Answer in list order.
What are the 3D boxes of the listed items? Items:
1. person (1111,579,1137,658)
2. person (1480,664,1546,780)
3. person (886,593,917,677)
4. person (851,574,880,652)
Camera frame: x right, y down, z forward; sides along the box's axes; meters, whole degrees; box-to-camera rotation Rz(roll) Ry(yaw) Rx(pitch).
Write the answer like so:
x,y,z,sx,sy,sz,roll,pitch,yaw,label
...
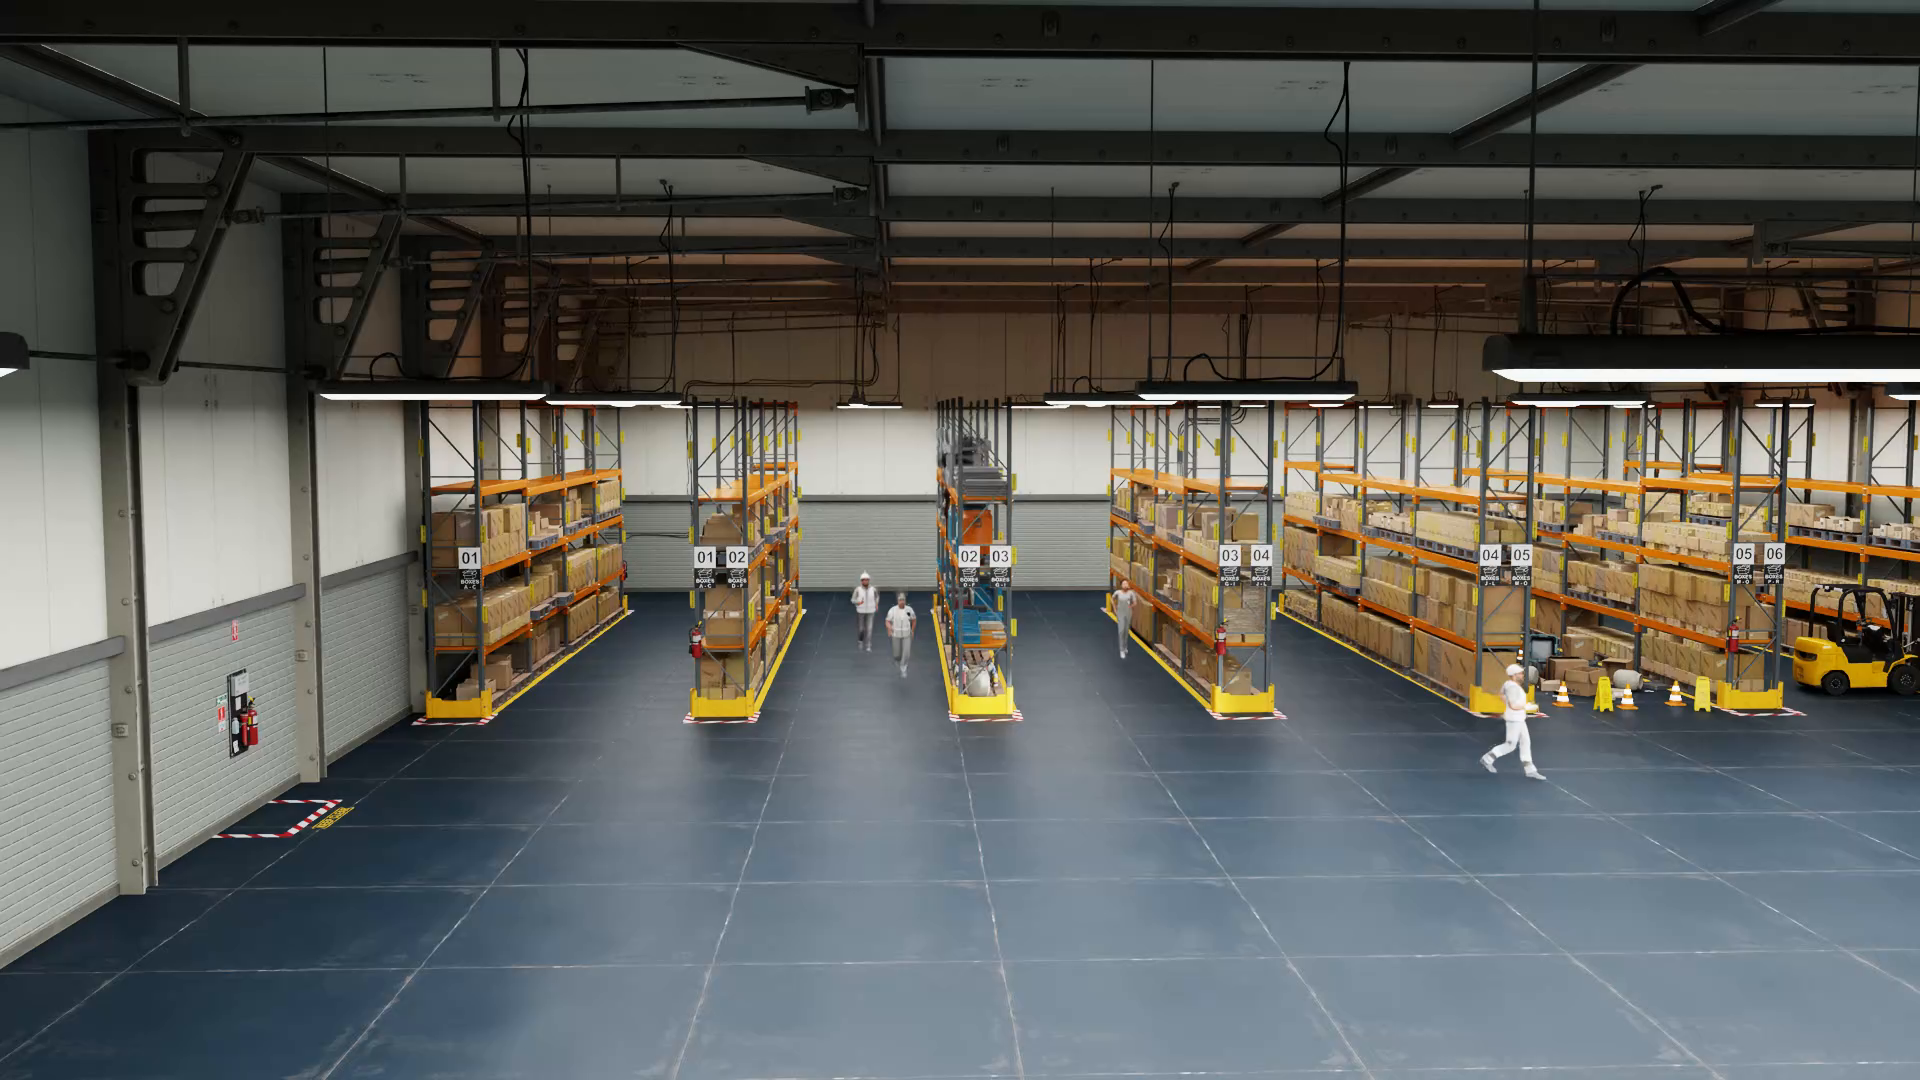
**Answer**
x,y,z,sx,sy,sz,roll,pitch,yaw,label
3.673,1.733,37.126,0.569,1.735,0.695,0,4,-3,person
8.596,2.815,25.798,0.987,1.786,0.656,2,5,23,person
-1.217,1.949,34.482,0.650,1.734,0.656,-1,4,-9,person
-2.129,1.650,37.720,0.670,1.777,0.815,-1,4,-9,person
